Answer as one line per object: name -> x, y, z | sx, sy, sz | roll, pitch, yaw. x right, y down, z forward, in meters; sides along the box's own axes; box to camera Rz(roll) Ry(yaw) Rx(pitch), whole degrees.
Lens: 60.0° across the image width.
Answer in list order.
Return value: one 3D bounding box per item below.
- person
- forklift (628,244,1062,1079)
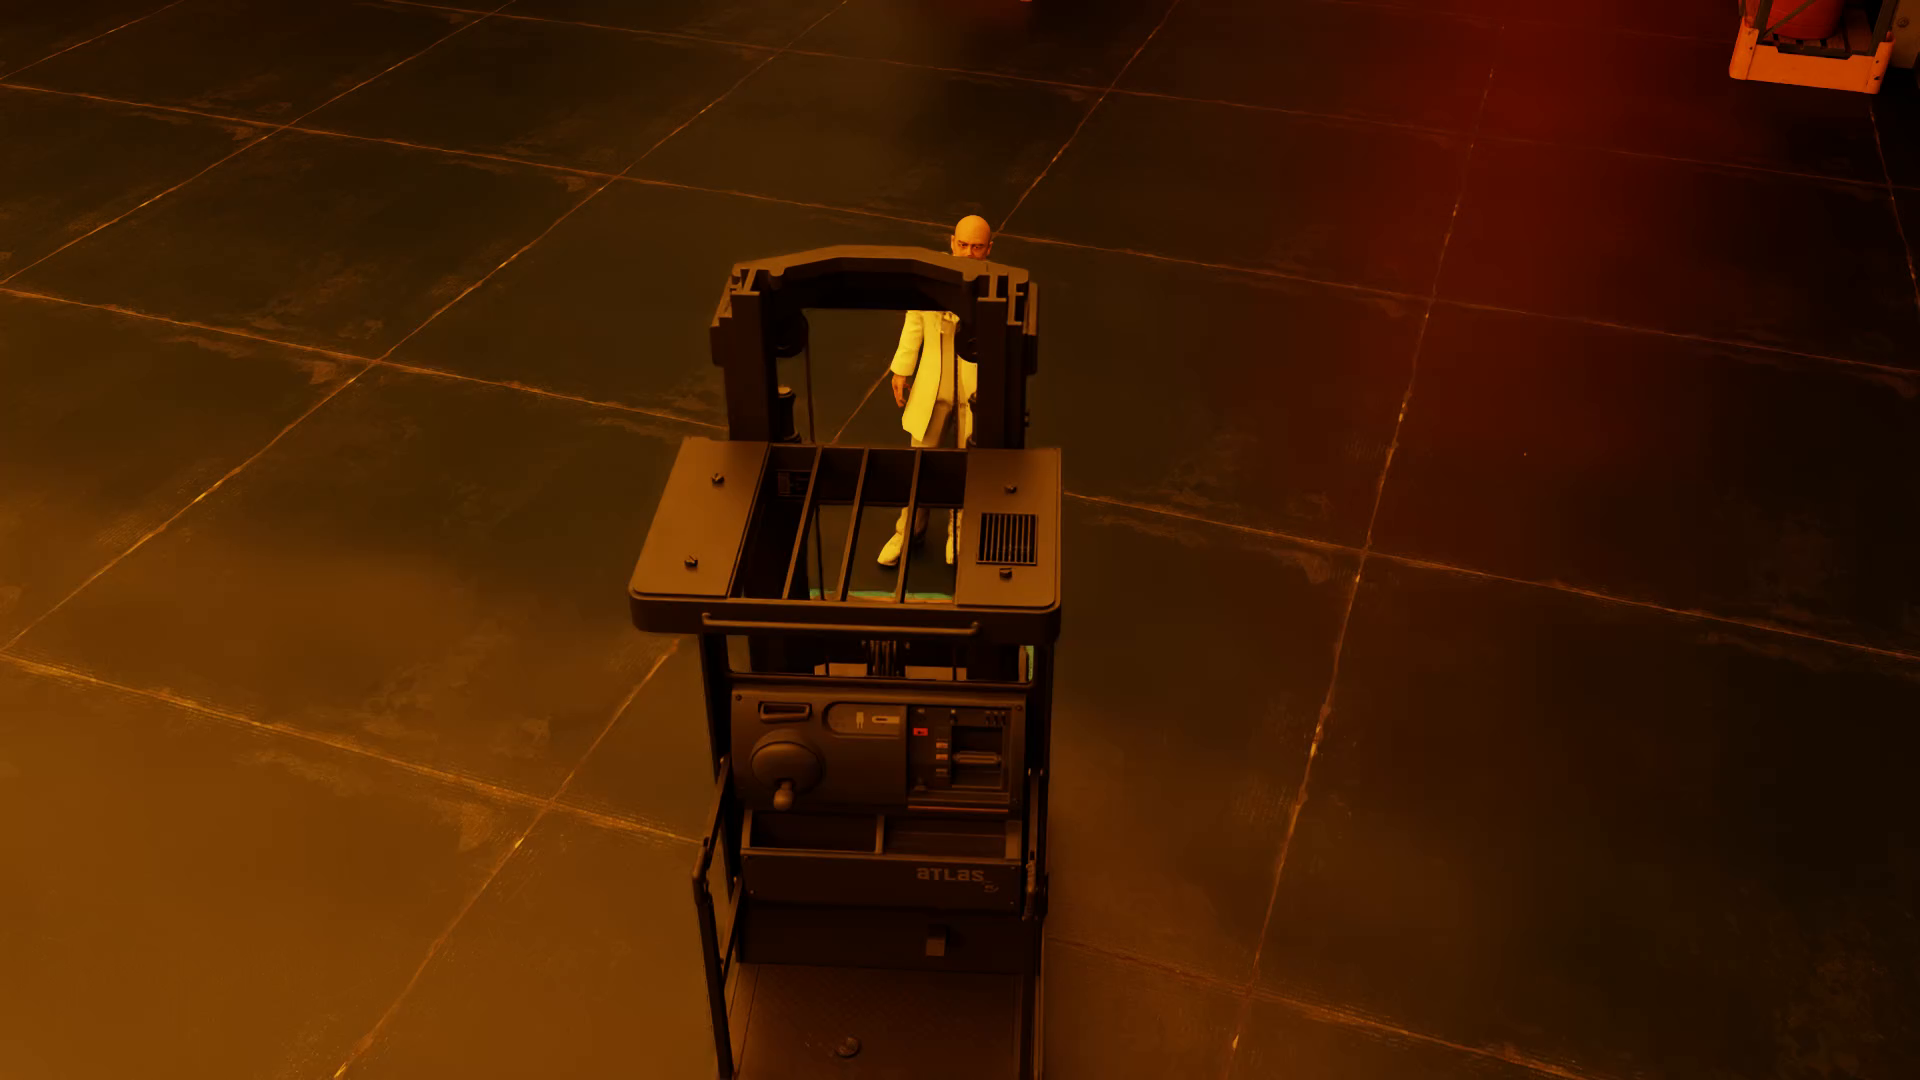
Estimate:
person -> -0.035, -0.683, 8.059 | 0.696, 1.776, 0.581 | 12, 37, 16
forklift -> -0.268, 0.732, 5.078 | 1.130, 2.935, 3.031 | 2, 35, 3
